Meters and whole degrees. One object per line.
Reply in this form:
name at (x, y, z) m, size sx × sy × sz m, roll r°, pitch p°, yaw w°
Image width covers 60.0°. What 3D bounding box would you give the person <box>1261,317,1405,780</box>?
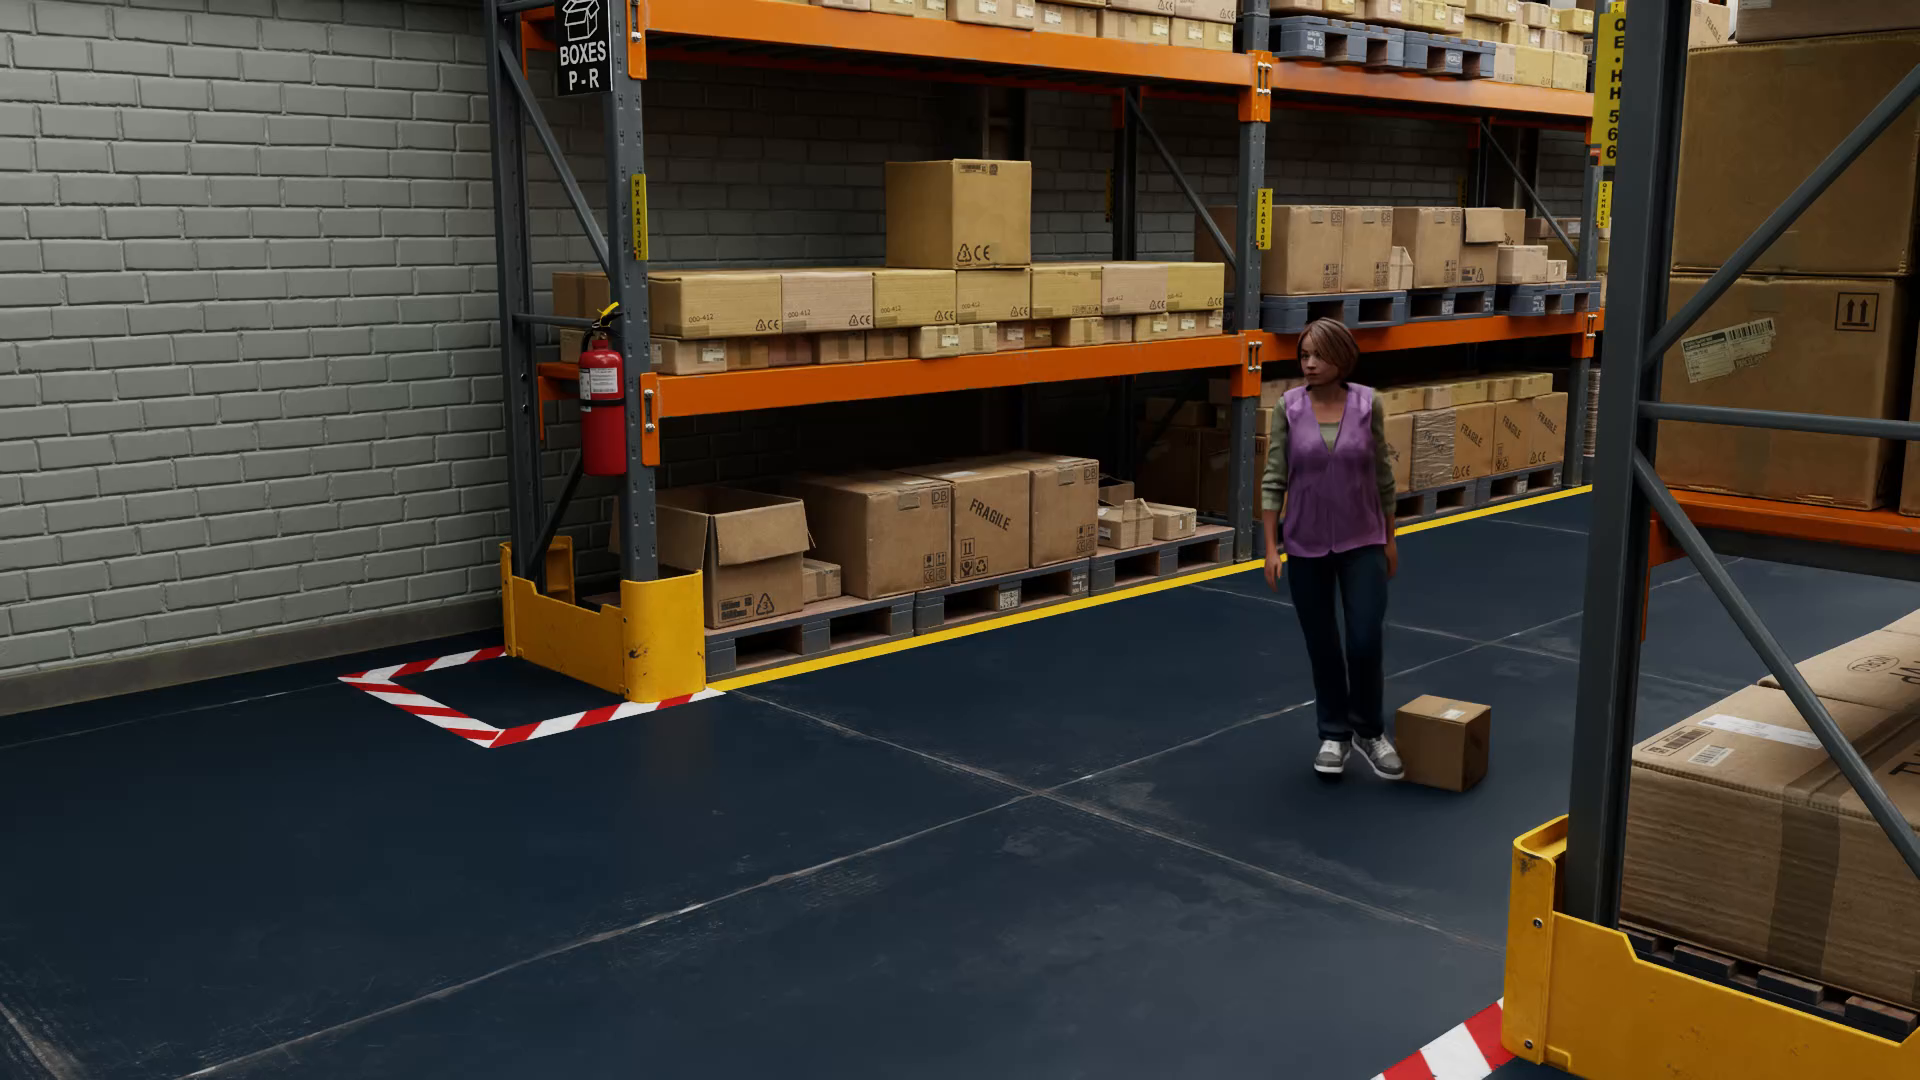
person at (1.291, 0.035, 5.678) m, size 0.522 × 1.585 × 0.439 m, roll 3°, pitch 11°, yaw 17°
